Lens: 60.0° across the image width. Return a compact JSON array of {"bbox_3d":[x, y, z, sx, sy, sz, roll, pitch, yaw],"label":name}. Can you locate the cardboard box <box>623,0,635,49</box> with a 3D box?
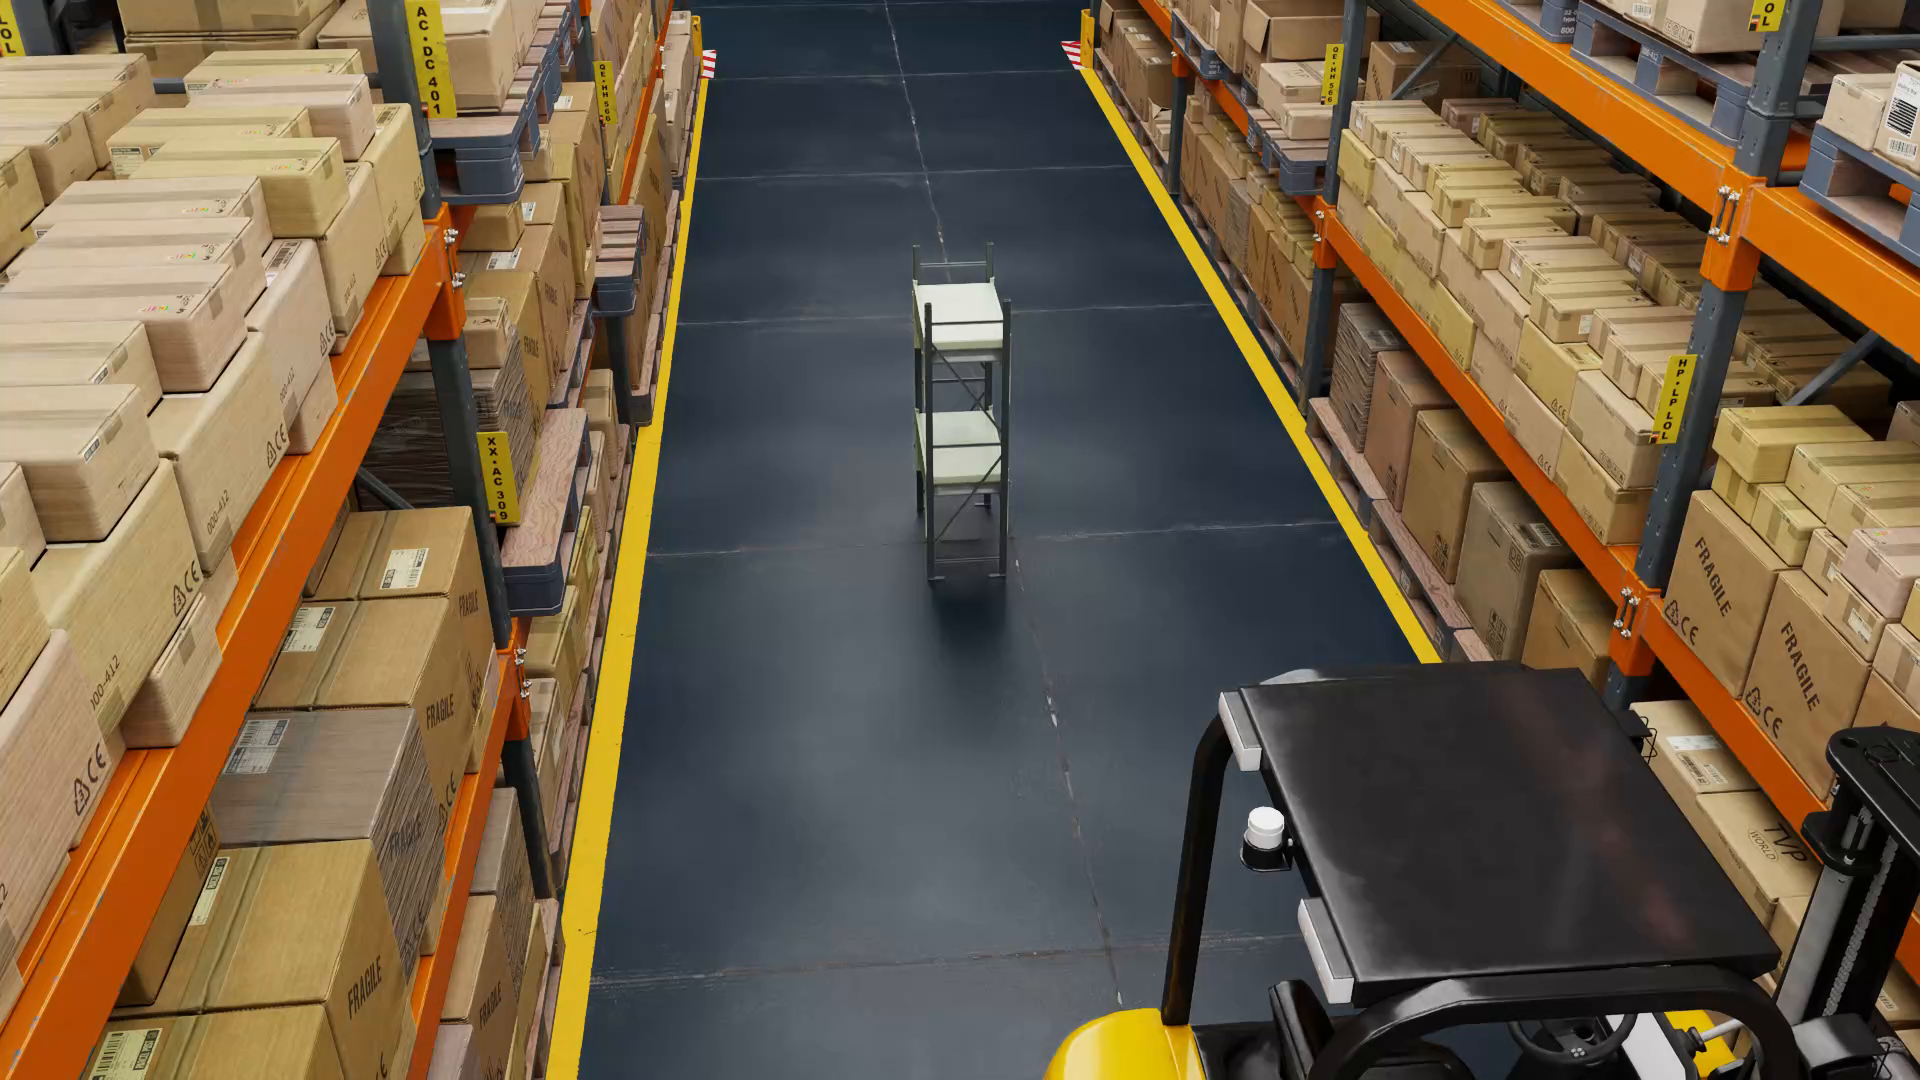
[{"bbox_3d":[-2.325,-3.350,10.360,0.500,0.500,0.500,-2,31,-4],"label":"cardboard box"}]

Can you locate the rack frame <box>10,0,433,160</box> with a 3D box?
[{"bbox_3d":[-2.016,-2.372,3.946,1.000,3.000,0.127,-3,31,-5],"label":"rack frame"}]

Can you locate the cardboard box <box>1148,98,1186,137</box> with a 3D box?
[{"bbox_3d":[1.800,-3.580,14.075,0.396,0.266,0.258,-2,31,-3],"label":"cardboard box"}]

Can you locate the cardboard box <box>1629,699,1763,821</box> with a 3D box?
[{"bbox_3d":[2.658,0.797,5.788,0.500,0.250,0.500,-3,31,-5],"label":"cardboard box"}]

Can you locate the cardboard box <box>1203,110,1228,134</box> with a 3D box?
[{"bbox_3d":[2.049,-3.173,12.532,0.380,0.149,0.250,-4,31,-6],"label":"cardboard box"}]

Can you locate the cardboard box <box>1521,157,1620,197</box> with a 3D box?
[{"bbox_3d":[2.922,-1.721,7.976,0.380,0.149,0.250,-3,31,-5],"label":"cardboard box"}]

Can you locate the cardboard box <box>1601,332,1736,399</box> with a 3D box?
[{"bbox_3d":[2.630,-0.652,6.187,0.380,0.149,0.250,-3,31,-5],"label":"cardboard box"}]

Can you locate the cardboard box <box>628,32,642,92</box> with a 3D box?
[{"bbox_3d":[-2.307,-3.038,10.570,0.500,0.250,0.500,-2,31,-4],"label":"cardboard box"}]

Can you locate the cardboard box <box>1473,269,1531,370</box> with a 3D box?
[{"bbox_3d":[2.528,-0.948,7.071,0.500,0.250,0.500,-2,31,-4],"label":"cardboard box"}]

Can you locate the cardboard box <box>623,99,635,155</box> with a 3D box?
[{"bbox_3d":[-2.294,-2.566,10.266,0.500,0.250,0.500,-2,31,-3],"label":"cardboard box"}]

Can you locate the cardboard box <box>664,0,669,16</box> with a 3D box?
[{"bbox_3d":[-2.590,-4.433,13.149,0.500,0.500,0.500,-3,31,-4],"label":"cardboard box"}]

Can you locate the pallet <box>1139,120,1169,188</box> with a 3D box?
[{"bbox_3d":[2.115,-3.274,14.026,1.003,0.211,1.213,-3,31,-5],"label":"pallet"}]

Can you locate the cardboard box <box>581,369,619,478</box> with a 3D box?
[{"bbox_3d":[-2.347,-0.602,8.986,0.950,0.372,0.625,-5,31,-8],"label":"cardboard box"}]

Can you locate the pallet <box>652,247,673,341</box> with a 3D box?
[{"bbox_3d":[-2.500,-1.669,11.338,1.003,0.211,1.213,-3,31,-5],"label":"pallet"}]

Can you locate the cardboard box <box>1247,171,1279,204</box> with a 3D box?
[{"bbox_3d":[2.157,-2.382,11.209,0.380,0.149,0.250,-4,31,-7],"label":"cardboard box"}]

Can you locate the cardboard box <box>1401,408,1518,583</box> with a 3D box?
[{"bbox_3d":[2.728,-0.243,8.138,0.875,0.625,0.625,-4,31,-7],"label":"cardboard box"}]

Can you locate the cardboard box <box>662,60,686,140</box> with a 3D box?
[{"bbox_3d":[-2.800,-3.744,14.182,0.875,0.438,0.875,-4,31,-6],"label":"cardboard box"}]

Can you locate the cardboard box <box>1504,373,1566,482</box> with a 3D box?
[{"bbox_3d":[2.565,-0.473,6.763,0.500,0.250,0.500,-3,31,-5],"label":"cardboard box"}]

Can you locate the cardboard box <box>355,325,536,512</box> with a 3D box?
[{"bbox_3d":[-1.775,-0.400,5.698,0.500,0.500,0.500,-2,31,-3],"label":"cardboard box"}]

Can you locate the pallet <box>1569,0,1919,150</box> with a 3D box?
[{"bbox_3d":[2.830,-1.692,5.918,0.805,0.209,1.217,-4,31,-7],"label":"pallet"}]

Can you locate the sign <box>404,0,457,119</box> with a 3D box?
[{"bbox_3d":[-1.477,-1.336,4.632,0.100,0.325,0.005,-3,31,-5],"label":"sign"}]

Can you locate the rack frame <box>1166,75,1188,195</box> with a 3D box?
[{"bbox_3d":[2.178,-4.121,12.723,1.000,3.000,0.127,-3,31,-5],"label":"rack frame"}]

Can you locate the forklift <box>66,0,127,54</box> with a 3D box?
[{"bbox_3d":[-5.046,-2.109,9.423,1.130,2.935,3.031,-2,31,-3],"label":"forklift"}]

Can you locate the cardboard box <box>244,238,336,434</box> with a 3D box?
[{"bbox_3d":[-1.626,-0.416,3.452,0.500,0.250,0.500,-3,31,-5],"label":"cardboard box"}]

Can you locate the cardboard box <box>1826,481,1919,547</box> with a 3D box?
[{"bbox_3d":[2.807,-0.049,4.887,0.380,0.149,0.250,-3,31,-6],"label":"cardboard box"}]

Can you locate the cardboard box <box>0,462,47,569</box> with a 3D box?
[{"bbox_3d":[-1.542,0.020,2.333,0.380,0.149,0.250,-3,31,-5],"label":"cardboard box"}]

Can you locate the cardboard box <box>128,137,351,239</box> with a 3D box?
[{"bbox_3d":[-1.579,-0.775,3.664,0.380,0.149,0.250,-2,31,-3],"label":"cardboard box"}]

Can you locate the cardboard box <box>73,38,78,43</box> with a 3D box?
[{"bbox_3d":[-8.200,-4.427,15.027,0.380,0.149,0.250,-2,31,-4],"label":"cardboard box"}]

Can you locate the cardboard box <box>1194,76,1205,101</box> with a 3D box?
[{"bbox_3d":[2.007,-3.441,12.691,0.380,0.149,0.250,-3,31,-5],"label":"cardboard box"}]

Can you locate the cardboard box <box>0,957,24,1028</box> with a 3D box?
[{"bbox_3d":[-1.455,0.614,2.116,0.380,0.149,0.250,-2,31,-3],"label":"cardboard box"}]

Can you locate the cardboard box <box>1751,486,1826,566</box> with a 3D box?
[{"bbox_3d":[2.719,-0.050,5.179,0.380,0.149,0.250,-2,31,-3],"label":"cardboard box"}]

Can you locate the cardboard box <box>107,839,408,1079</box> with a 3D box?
[{"bbox_3d":[-1.567,1.036,3.702,0.500,0.500,0.500,-3,31,-6],"label":"cardboard box"}]

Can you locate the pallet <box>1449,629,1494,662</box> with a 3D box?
[{"bbox_3d":[2.818,0.787,7.227,1.003,0.211,1.213,-3,31,-5],"label":"pallet"}]

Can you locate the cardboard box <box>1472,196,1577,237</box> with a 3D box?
[{"bbox_3d":[2.540,-1.436,7.499,0.380,0.149,0.250,-3,31,-5],"label":"cardboard box"}]

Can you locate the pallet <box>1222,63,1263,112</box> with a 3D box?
[{"bbox_3d":[2.365,-2.989,11.016,1.003,0.211,1.213,-3,31,-5],"label":"pallet"}]

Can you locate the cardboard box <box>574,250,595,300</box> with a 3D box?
[{"bbox_3d":[-1.905,-1.226,7.713,0.380,0.149,0.250,-2,31,-4],"label":"cardboard box"}]

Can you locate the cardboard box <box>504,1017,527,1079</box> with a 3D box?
[{"bbox_3d":[-1.634,1.764,5.143,0.500,0.250,0.500,-4,31,-6],"label":"cardboard box"}]

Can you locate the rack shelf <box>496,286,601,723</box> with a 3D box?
[{"bbox_3d":[-2.203,-0.509,7.378,1.077,0.370,4.000,-3,31,-5],"label":"rack shelf"}]

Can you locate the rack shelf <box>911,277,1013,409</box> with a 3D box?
[{"bbox_3d":[0.001,-0.976,8.160,0.431,0.370,0.720,-3,31,-5],"label":"rack shelf"}]

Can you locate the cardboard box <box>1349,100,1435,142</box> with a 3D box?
[{"bbox_3d":[2.288,-2.223,8.816,0.380,0.149,0.250,-2,31,-3],"label":"cardboard box"}]

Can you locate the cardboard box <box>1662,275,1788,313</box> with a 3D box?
[{"bbox_3d":[3.066,-0.944,6.675,0.380,0.149,0.250,-3,31,-5],"label":"cardboard box"}]

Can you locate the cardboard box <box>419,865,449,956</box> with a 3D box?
[{"bbox_3d":[-1.585,0.979,4.430,0.380,0.149,0.250,-3,31,-5],"label":"cardboard box"}]

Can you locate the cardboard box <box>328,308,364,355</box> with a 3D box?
[{"bbox_3d":[-1.699,-0.567,4.094,0.380,0.149,0.250,-2,31,-4],"label":"cardboard box"}]

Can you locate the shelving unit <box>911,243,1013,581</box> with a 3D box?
[{"bbox_3d":[0.001,-0.640,8.360,0.431,1.500,0.755,-3,31,-5],"label":"shelving unit"}]

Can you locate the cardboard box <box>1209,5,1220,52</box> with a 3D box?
[{"bbox_3d":[1.926,-3.515,11.432,0.396,0.266,0.258,-1,31,-2],"label":"cardboard box"}]

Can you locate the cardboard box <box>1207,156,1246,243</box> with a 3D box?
[{"bbox_3d":[2.101,-2.444,11.944,0.500,0.500,0.500,-4,31,-6],"label":"cardboard box"}]

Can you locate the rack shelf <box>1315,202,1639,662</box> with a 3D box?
[{"bbox_3d":[2.738,-0.748,7.779,1.077,0.370,4.000,-3,31,-5],"label":"rack shelf"}]

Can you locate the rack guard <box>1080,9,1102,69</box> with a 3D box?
[{"bbox_3d":[1.811,-5.051,16.719,1.175,0.500,0.348,-3,31,-5],"label":"rack guard"}]

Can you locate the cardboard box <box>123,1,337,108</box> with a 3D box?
[{"bbox_3d":[-2.215,-1.491,5.133,0.500,0.250,0.500,-3,31,-6],"label":"cardboard box"}]

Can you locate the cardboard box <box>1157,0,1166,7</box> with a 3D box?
[{"bbox_3d":[1.802,-4.427,13.481,0.380,0.149,0.250,-2,31,-3],"label":"cardboard box"}]

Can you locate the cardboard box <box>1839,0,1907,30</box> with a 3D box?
[{"bbox_3d":[3.041,-1.882,5.789,0.380,0.149,0.250,-3,31,-5],"label":"cardboard box"}]

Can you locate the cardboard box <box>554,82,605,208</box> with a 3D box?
[{"bbox_3d":[-2.071,-1.971,8.327,0.500,0.500,0.500,-4,31,-6],"label":"cardboard box"}]

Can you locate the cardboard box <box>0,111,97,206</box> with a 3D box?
[{"bbox_3d":[-2.243,-0.876,3.833,0.380,0.149,0.250,-4,31,-6],"label":"cardboard box"}]
